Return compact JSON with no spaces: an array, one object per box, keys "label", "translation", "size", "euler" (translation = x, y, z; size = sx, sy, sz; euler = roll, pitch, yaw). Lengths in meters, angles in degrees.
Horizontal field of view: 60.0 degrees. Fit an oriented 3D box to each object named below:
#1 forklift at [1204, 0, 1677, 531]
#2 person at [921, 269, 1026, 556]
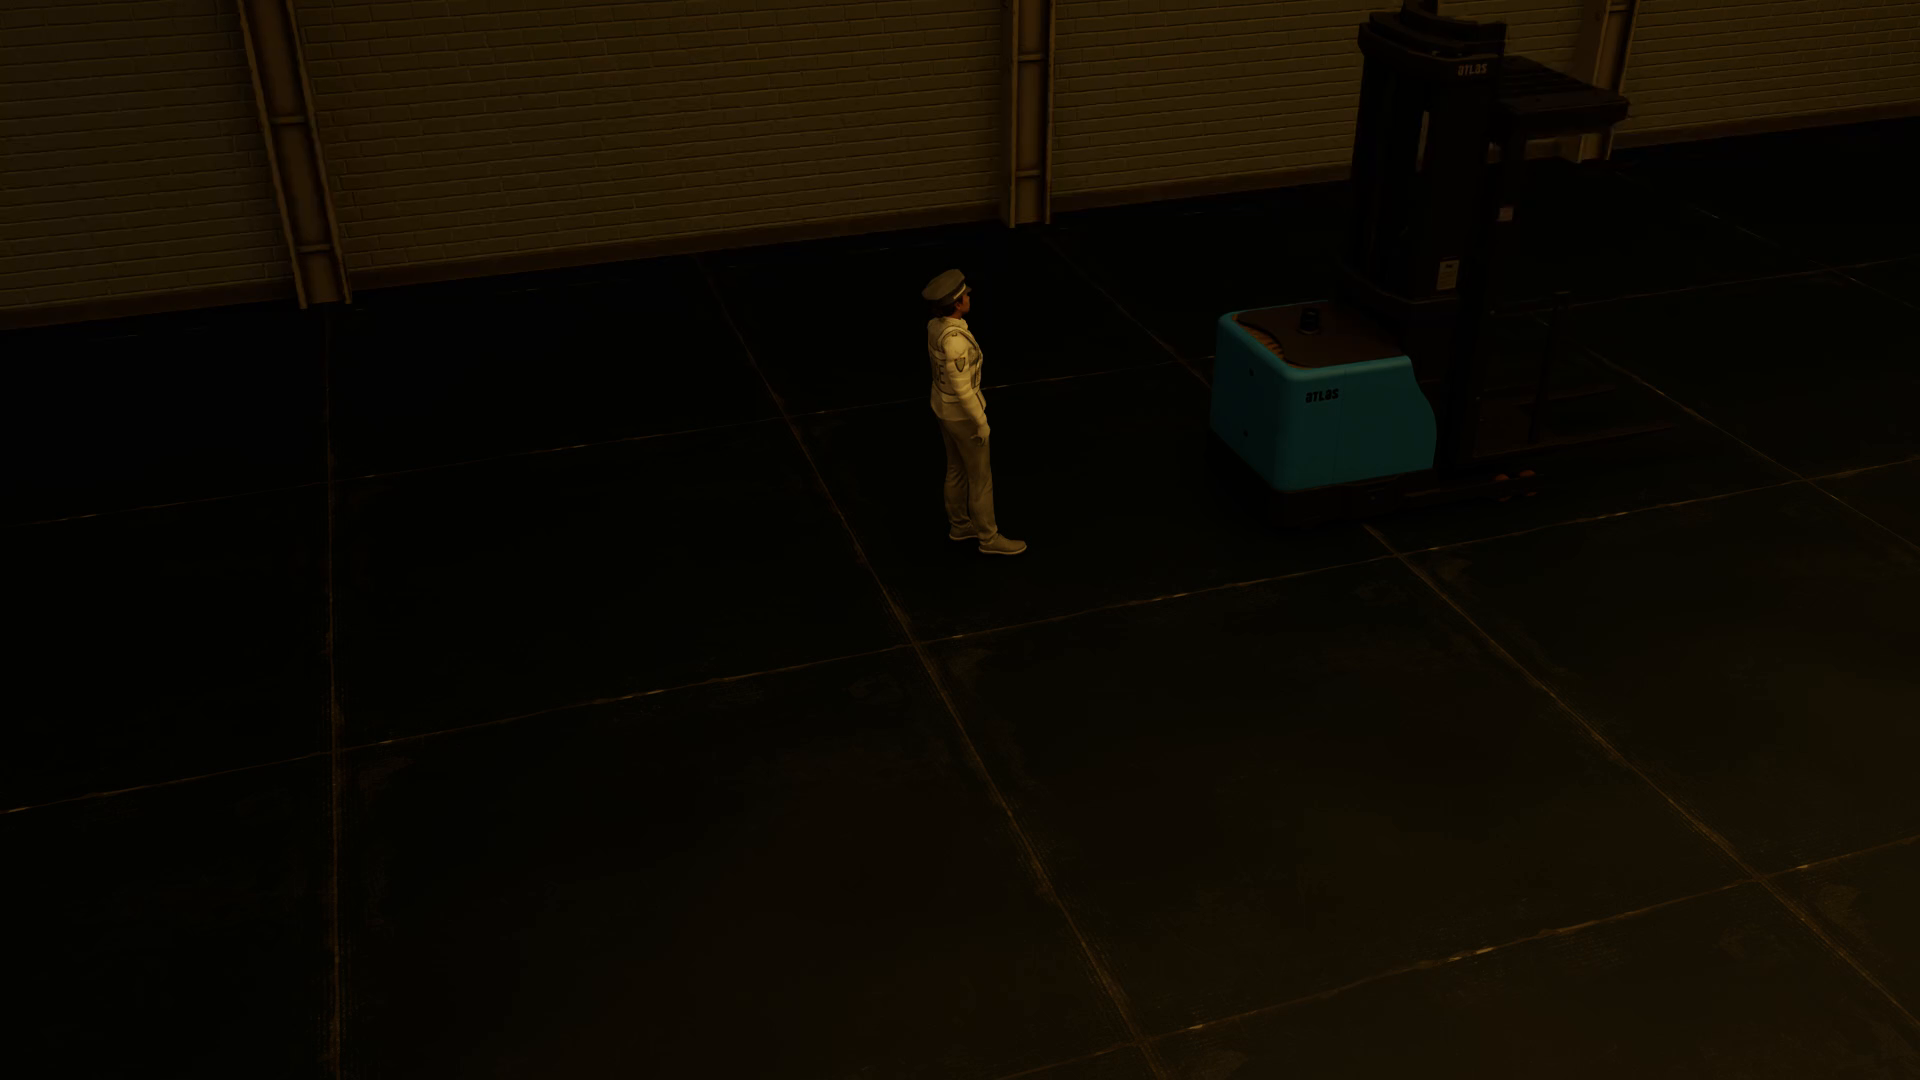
[{"label":"forklift","translation":[3.160,-1.753,10.134],"size":[3.031,2.935,1.130],"euler":[-9,31,-16]},{"label":"person","translation":[0.066,-0.749,9.613],"size":[0.534,1.696,0.587],"euler":[-10,31,-16]}]
